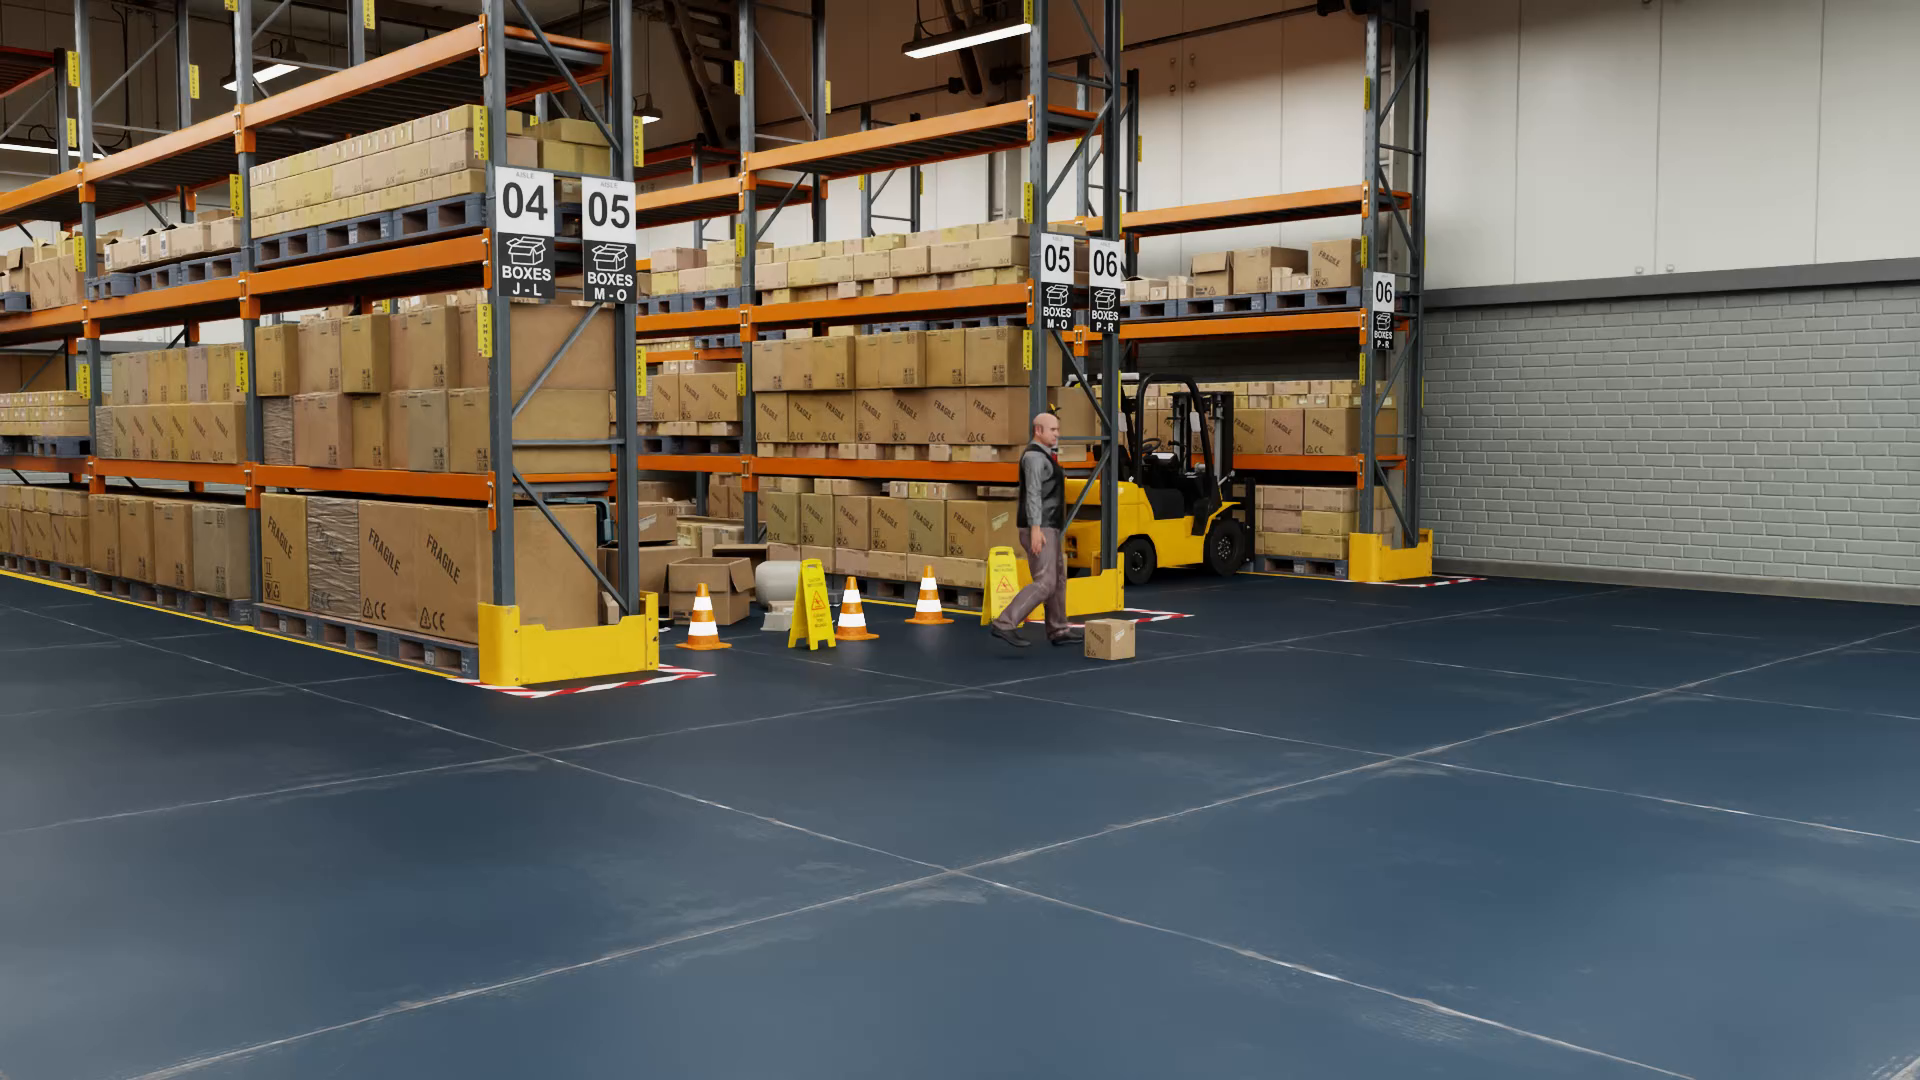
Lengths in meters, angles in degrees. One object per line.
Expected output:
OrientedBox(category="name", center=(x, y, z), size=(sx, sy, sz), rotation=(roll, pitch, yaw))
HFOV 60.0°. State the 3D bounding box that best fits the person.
OrientedBox(category="person", center=(0.583, -0.056, 11.911), size=(0.699, 1.710, 0.749), rotation=(0, 4, 4))
